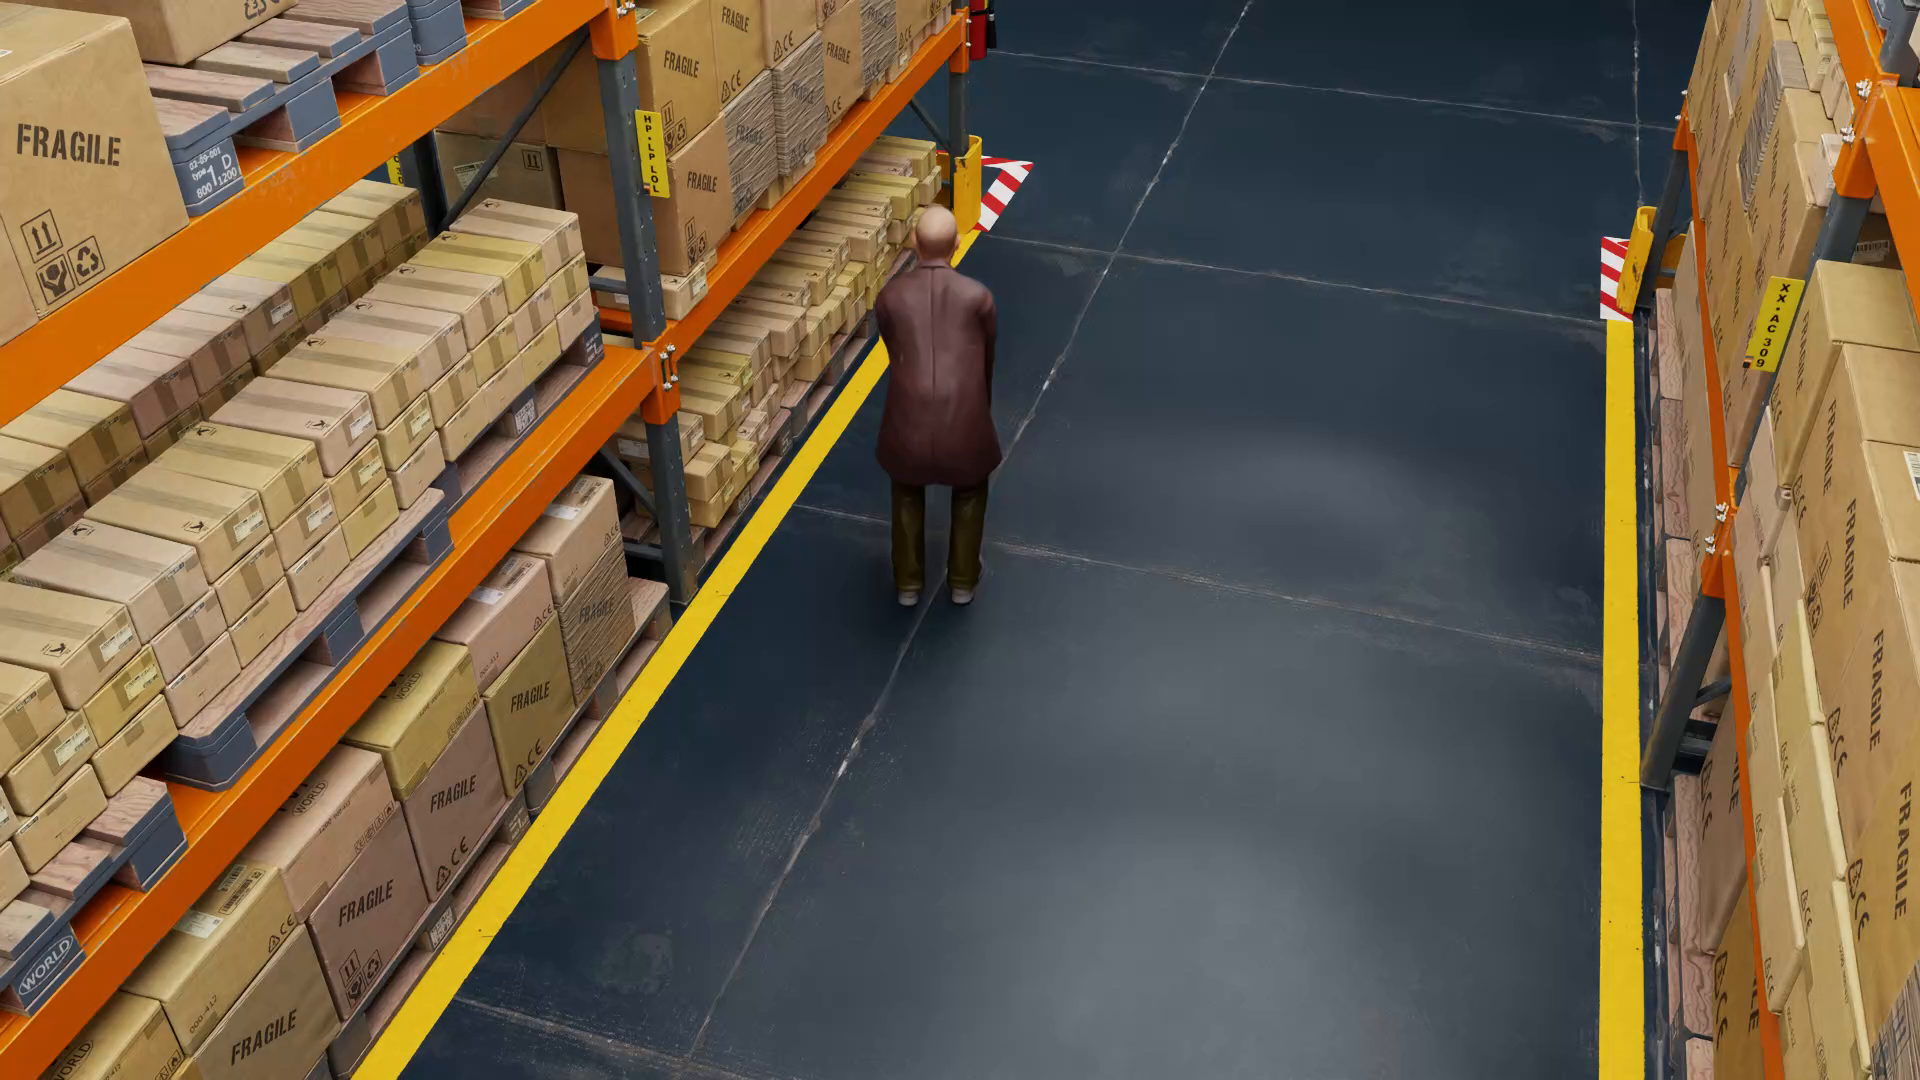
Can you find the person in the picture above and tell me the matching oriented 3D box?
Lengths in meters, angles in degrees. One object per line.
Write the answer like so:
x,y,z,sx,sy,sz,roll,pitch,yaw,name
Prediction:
-0.081,-0.538,6.943,0.537,1.719,0.627,3,37,5,person
